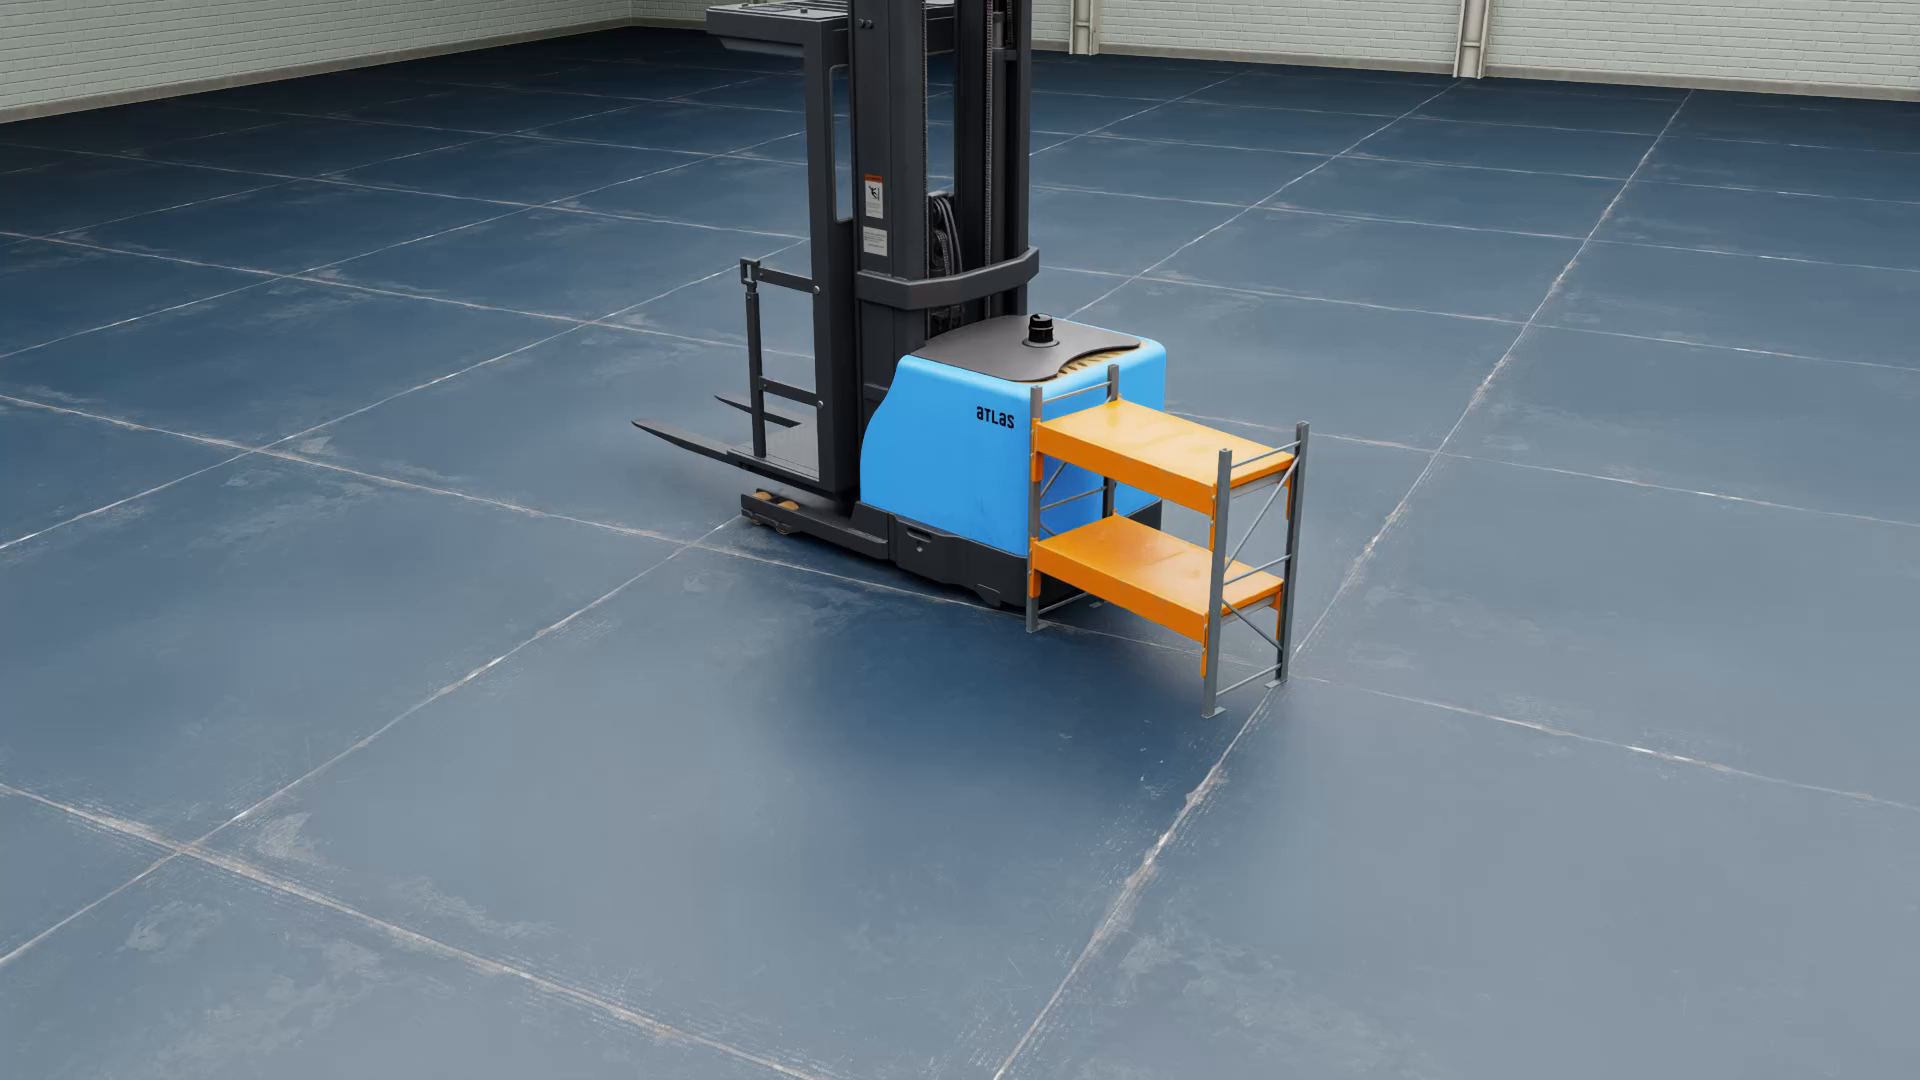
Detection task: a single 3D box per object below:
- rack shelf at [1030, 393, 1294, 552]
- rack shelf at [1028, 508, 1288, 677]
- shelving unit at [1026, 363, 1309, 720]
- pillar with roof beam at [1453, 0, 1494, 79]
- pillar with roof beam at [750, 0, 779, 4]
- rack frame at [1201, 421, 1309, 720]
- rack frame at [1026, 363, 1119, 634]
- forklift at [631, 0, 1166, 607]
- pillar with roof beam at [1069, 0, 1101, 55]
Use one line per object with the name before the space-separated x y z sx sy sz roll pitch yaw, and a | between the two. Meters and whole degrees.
rack shelf | 0.822 -0.295 6.759 0.538 0.278 1.000 -19 29 -37
rack shelf | 0.822 0.199 6.969 0.538 0.278 1.000 -19 29 -37
shelving unit | 0.822 -0.026 6.873 0.538 1.125 1.048 -19 29 -37
pillar with roof beam | 5.386 -9.315 18.655 0.400 9.000 9.100 11 25 25
pillar with roof beam | -5.324 -11.434 23.637 0.400 9.000 9.100 11 25 25
rack frame | 1.157 0.124 6.521 0.500 1.125 0.032 -19 29 -37
rack frame | 0.488 -0.176 7.226 0.500 1.125 0.032 -19 29 -37
forklift | -0.473 -1.512 8.060 3.031 2.935 1.130 19 30 37
pillar with roof beam | 0.031 -10.374 21.146 0.400 9.000 9.100 11 25 25
